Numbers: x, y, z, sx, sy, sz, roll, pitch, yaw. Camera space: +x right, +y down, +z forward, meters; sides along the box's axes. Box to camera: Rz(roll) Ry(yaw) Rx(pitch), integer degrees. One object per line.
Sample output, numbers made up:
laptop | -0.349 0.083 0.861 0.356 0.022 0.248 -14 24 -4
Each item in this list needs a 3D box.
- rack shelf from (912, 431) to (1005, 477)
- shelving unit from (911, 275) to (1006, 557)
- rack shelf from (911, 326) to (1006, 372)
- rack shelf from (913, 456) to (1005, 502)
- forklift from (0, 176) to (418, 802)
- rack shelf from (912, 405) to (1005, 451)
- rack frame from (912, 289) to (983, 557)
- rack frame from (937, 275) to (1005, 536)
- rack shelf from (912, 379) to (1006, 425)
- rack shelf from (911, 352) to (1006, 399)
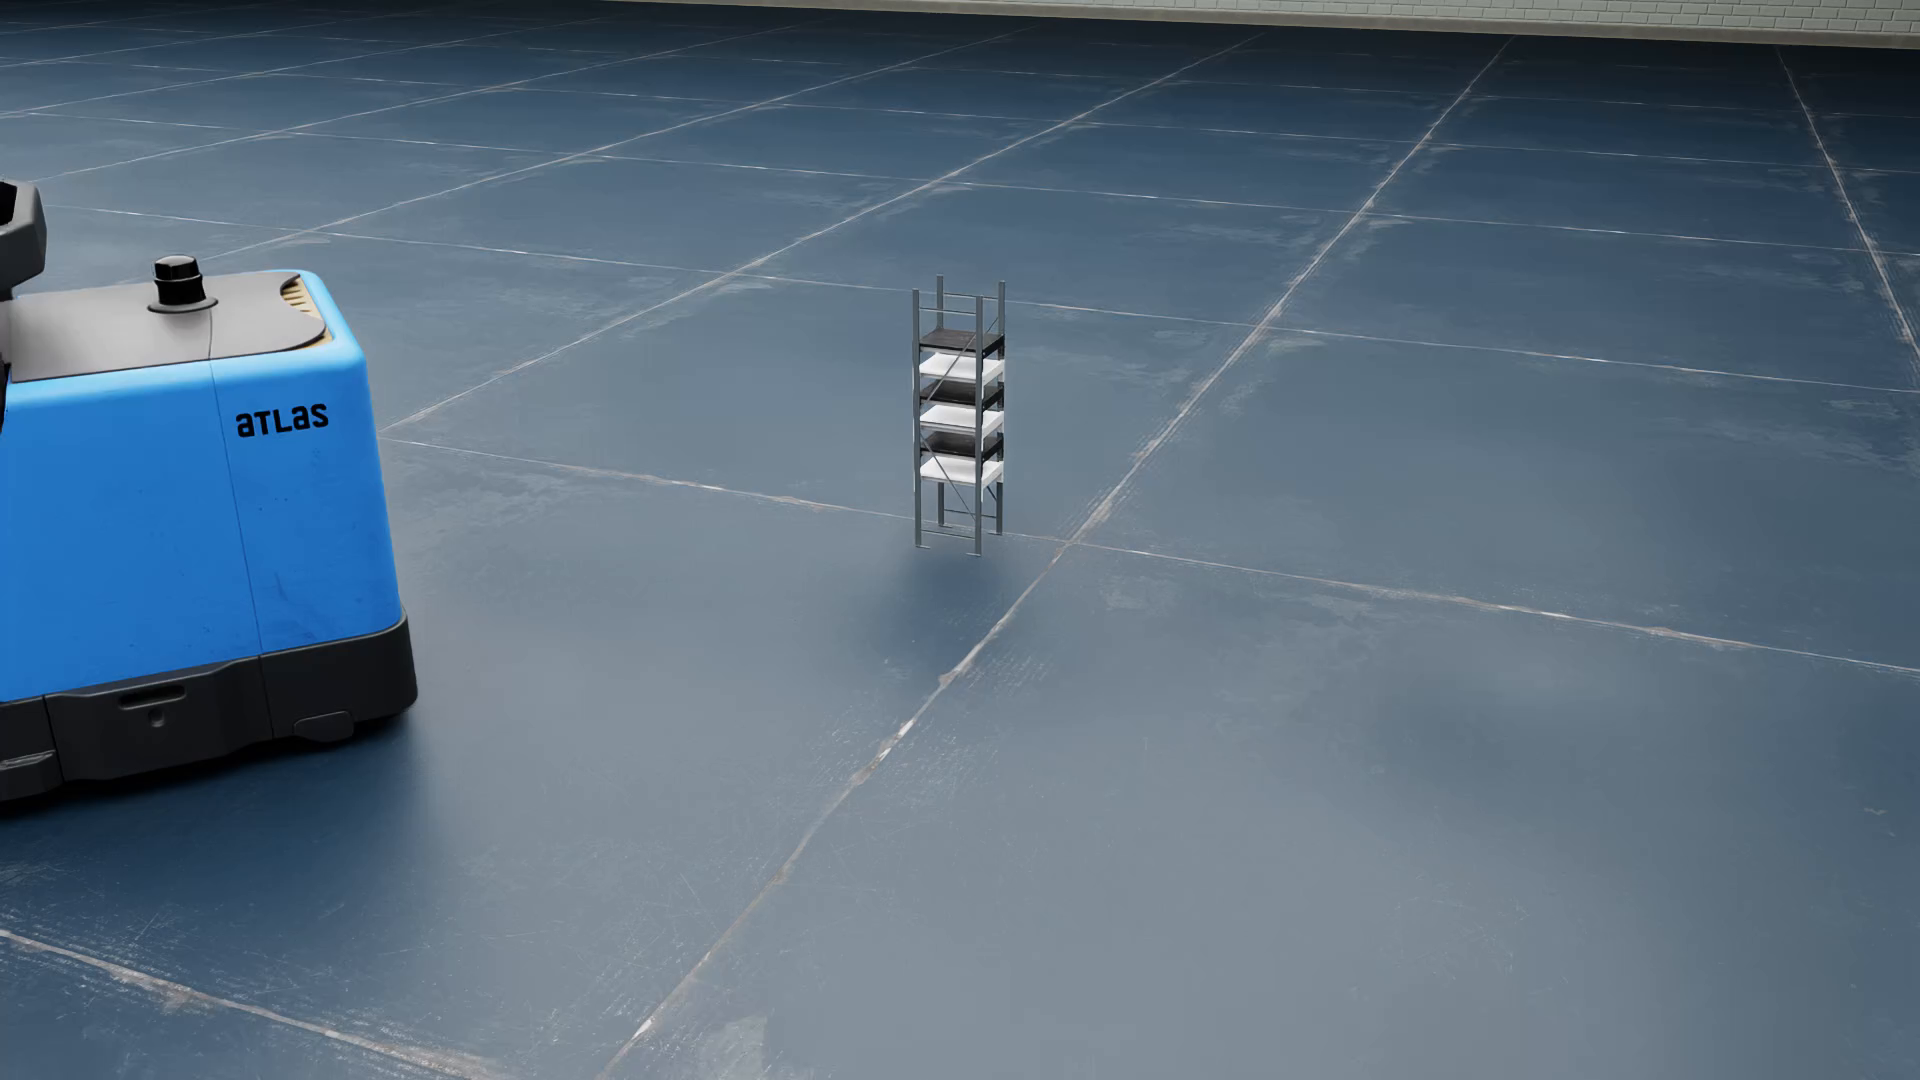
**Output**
rack shelf | -0.003 -0.299 5.617 0.258 0.077 0.200 9 24 20
shelving unit | -0.003 -0.412 5.570 0.258 0.900 0.210 9 24 20
rack shelf | -0.003 -0.631 5.478 0.258 0.077 0.200 9 24 20
rack shelf | -0.003 -0.215 5.652 0.258 0.077 0.200 9 24 20
forklift | -3.033 -0.755 3.755 3.031 2.935 1.130 -11 25 -24
rack shelf | -0.003 -0.382 5.582 0.258 0.077 0.200 9 24 20
rack frame | -0.041 -0.376 5.483 0.240 0.900 0.006 9 24 20
rack frame | 0.035 -0.449 5.657 0.240 0.900 0.006 9 24 20
rack shelf | -0.003 -0.465 5.548 0.258 0.077 0.200 9 24 20
rack shelf | -0.003 -0.548 5.513 0.258 0.077 0.200 9 24 20
